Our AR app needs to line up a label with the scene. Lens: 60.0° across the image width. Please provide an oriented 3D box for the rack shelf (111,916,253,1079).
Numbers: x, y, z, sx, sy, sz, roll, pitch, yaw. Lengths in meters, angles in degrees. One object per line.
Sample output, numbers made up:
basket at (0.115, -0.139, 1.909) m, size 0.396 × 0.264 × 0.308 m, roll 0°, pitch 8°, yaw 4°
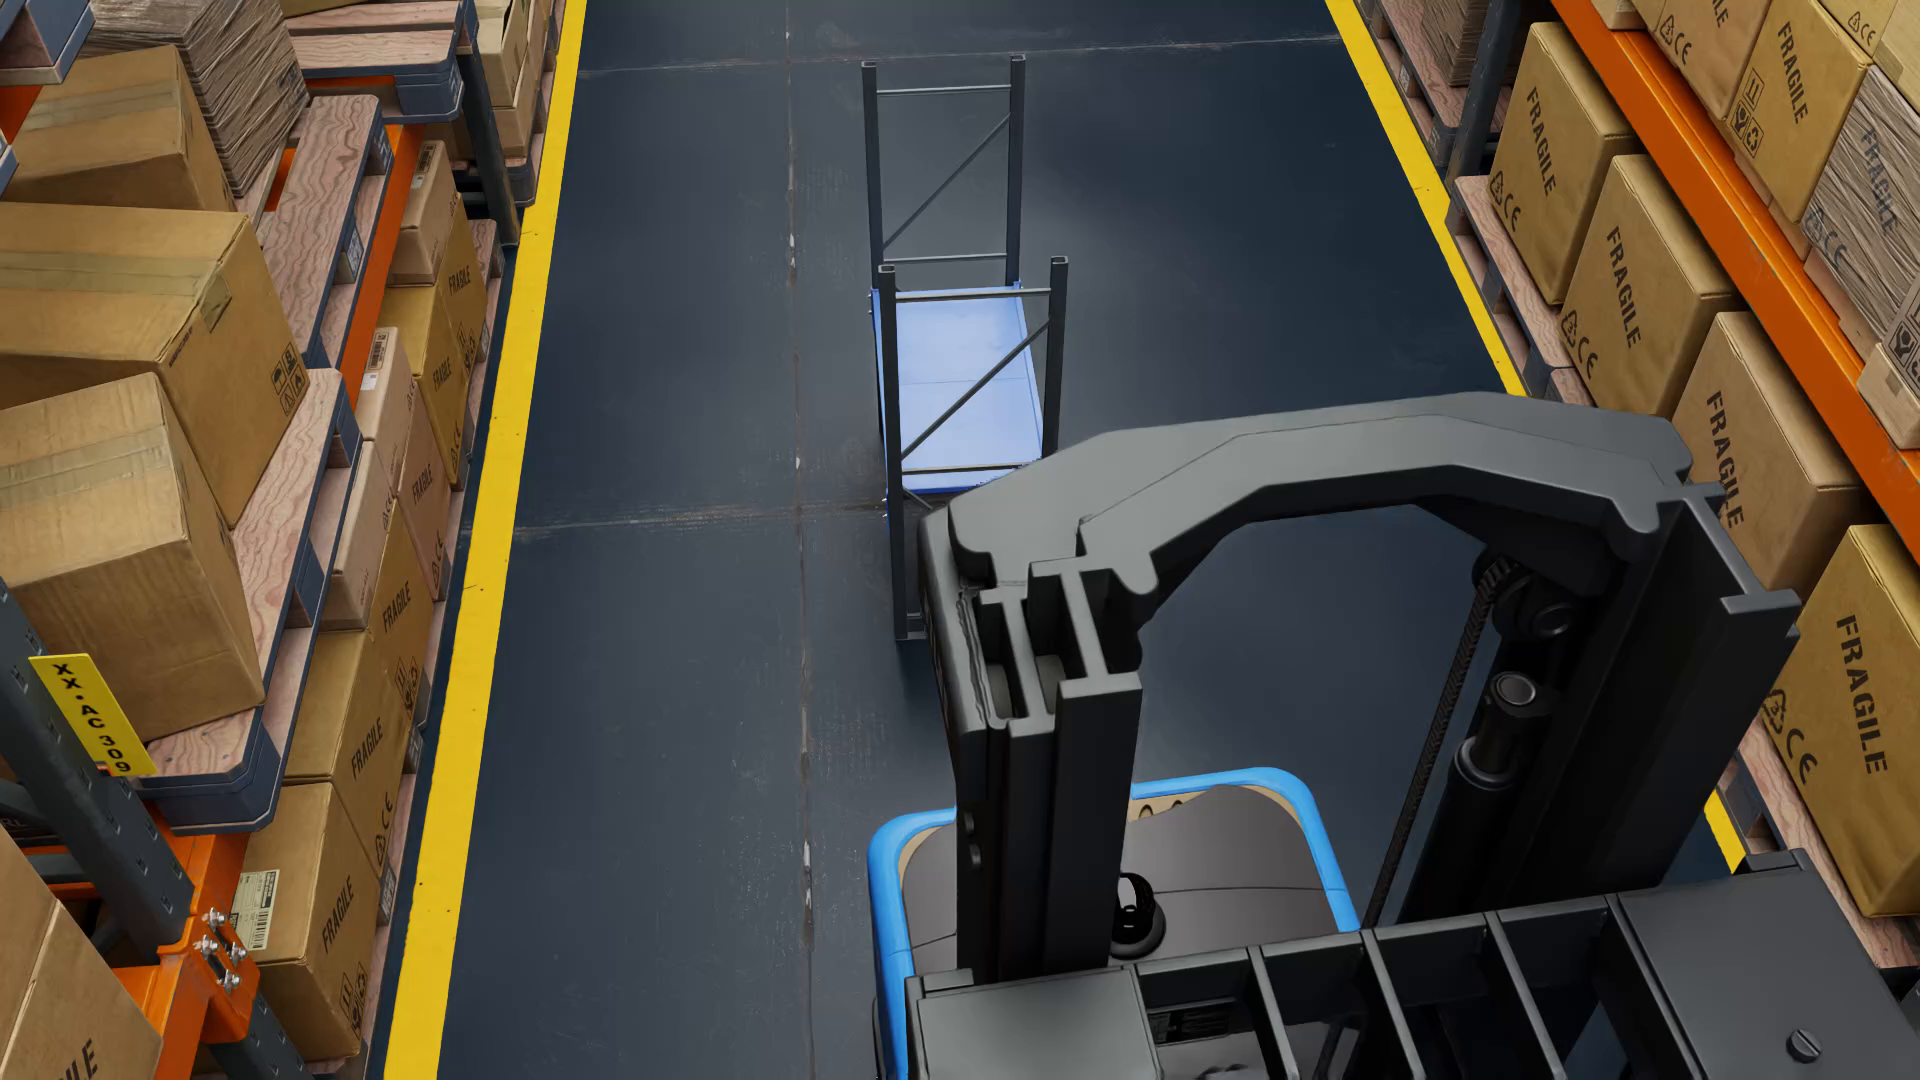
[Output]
rack shelf at (-1.833, 2.330, 1.972) m, size 1.077 × 0.370 × 4.000 m, roll -3°, pitch 47°, yaw -3°

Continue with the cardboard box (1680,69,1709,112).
cardboard box at (2.522, -1.488, 5.253) m, size 0.380 × 0.149 × 0.250 m, roll -3°, pitch 47°, yaw -2°

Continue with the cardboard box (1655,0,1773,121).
cardboard box at (2.461, -1.600, 4.912) m, size 0.500 × 0.500 × 0.500 m, roll -4°, pitch 47°, yaw -3°

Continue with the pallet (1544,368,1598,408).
pallet at (2.691, -0.147, 5.744) m, size 1.003 × 0.211 × 1.213 m, roll -3°, pitch 47°, yaw -3°

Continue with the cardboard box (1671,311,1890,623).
cardboard box at (2.674, -0.178, 5.044) m, size 0.750 × 0.750 × 0.750 m, roll -2°, pitch 47°, yaw -2°

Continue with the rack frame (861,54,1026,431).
rack frame at (-0.050, -0.945, 5.612) m, size 0.500 × 1.500 × 0.032 m, roll -3°, pitch 47°, yaw -3°

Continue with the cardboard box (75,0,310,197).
cardboard box at (-2.284, -1.315, 4.571) m, size 0.700 × 0.500 × 0.500 m, roll 4°, pitch 47°, yaw 4°

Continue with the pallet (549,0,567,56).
pallet at (-2.464, -2.778, 8.235) m, size 1.003 × 0.211 × 1.213 m, roll -3°, pitch 47°, yaw -3°

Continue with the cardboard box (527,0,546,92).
cardboard box at (-2.129, -2.217, 7.389) m, size 0.500 × 0.250 × 0.500 m, roll -5°, pitch 47°, yaw -4°

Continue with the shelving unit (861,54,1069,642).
shelving unit at (-0.007, -0.577, 5.264) m, size 0.538 × 1.500 × 1.048 m, roll -3°, pitch 47°, yaw -3°

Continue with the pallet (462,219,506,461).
pallet at (-2.310, -0.757, 6.321) m, size 1.003 × 0.211 × 1.213 m, roll -3°, pitch 47°, yaw -3°

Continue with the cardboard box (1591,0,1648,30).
cardboard box at (2.348, -1.850, 5.595) m, size 0.380 × 0.149 × 0.250 m, roll -2°, pitch 47°, yaw -2°

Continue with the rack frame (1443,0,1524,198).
rack frame at (2.601, -2.562, 6.110) m, size 1.000 × 3.000 × 0.127 m, roll -3°, pitch 47°, yaw -3°

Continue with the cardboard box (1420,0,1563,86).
cardboard box at (2.488, -2.371, 7.348) m, size 0.700 × 0.500 × 0.500 m, roll -3°, pitch 47°, yaw -3°

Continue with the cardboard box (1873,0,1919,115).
cardboard box at (2.566, -1.131, 3.951) m, size 0.500 × 0.250 × 0.500 m, roll -3°, pitch 47°, yaw -3°

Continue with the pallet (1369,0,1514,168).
pallet at (2.537, -2.168, 7.658) m, size 1.003 × 0.211 × 1.213 m, roll -3°, pitch 47°, yaw -3°

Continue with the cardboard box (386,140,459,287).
cardboard box at (-2.014, -1.105, 5.632) m, size 0.500 × 0.250 × 0.500 m, roll -2°, pitch 47°, yaw -2°

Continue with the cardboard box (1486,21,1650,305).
cardboard box at (2.532, -1.427, 6.227) m, size 0.750 × 0.750 × 0.750 m, roll -4°, pitch 47°, yaw -4°

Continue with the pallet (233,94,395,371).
pallet at (-2.168, -0.785, 4.560) m, size 1.003 × 0.211 × 1.213 m, roll -3°, pitch 47°, yaw -3°

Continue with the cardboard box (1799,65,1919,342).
cardboard box at (2.560, -0.862, 4.213) m, size 0.500 × 0.500 × 0.500 m, roll -3°, pitch 47°, yaw -3°

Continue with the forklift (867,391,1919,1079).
forklift at (0.520, 1.352, 2.450) m, size 1.130 × 2.935 × 3.031 m, roll -7°, pitch 47°, yaw -6°

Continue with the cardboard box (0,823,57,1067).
cardboard box at (-1.700, 0.608, 2.351) m, size 0.500 × 0.500 × 0.500 m, roll -3°, pitch 47°, yaw -3°

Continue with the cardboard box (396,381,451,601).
cardboard box at (-1.930, -0.134, 5.229) m, size 0.500 × 0.500 × 0.500 m, roll -5°, pitch 47°, yaw -5°

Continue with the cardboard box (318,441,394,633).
cardboard box at (-1.882, -0.002, 4.588) m, size 0.500 × 0.250 × 0.500 m, roll -3°, pitch 47°, yaw -3°

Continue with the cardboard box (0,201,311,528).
cardboard box at (-1.938, -0.393, 3.698) m, size 0.700 × 0.500 × 0.500 m, roll 3°, pitch 47°, yaw 3°

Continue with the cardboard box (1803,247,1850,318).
cardboard box at (2.563, -0.737, 4.542) m, size 0.380 × 0.149 × 0.250 m, roll -5°, pitch 47°, yaw -4°

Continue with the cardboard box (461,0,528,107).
cardboard box at (-2.086, -2.046, 6.841) m, size 0.500 × 0.311 × 0.500 m, roll -2°, pitch 47°, yaw -2°

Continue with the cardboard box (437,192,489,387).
cardboard box at (-2.023, -0.887, 5.943) m, size 0.500 × 0.500 × 0.500 m, roll -2°, pitch 47°, yaw -2°

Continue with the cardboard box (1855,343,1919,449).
cardboard box at (2.523, -0.374, 4.198) m, size 0.380 × 0.149 × 0.250 m, roll -3°, pitch 47°, yaw -3°

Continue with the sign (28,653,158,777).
sign at (-1.460, 0.300, 2.804) m, size 0.100 × 0.325 × 0.005 m, roll -3°, pitch 47°, yaw -3°

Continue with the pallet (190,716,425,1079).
pallet at (-2.106, 1.009, 4.649) m, size 1.003 × 0.211 × 1.213 m, roll -3°, pitch 47°, yaw -3°

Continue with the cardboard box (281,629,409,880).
cardboard box at (-1.854, 0.594, 4.540) m, size 0.500 × 0.500 × 0.500 m, roll -3°, pitch 47°, yaw -3°

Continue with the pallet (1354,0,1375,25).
pallet at (2.438, -3.049, 8.492) m, size 1.003 × 0.211 × 1.213 m, roll -3°, pitch 47°, yaw -3°

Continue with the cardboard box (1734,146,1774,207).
cardboard box at (2.537, -1.121, 4.905) m, size 0.380 × 0.149 × 0.250 m, roll -3°, pitch 47°, yaw -3°
